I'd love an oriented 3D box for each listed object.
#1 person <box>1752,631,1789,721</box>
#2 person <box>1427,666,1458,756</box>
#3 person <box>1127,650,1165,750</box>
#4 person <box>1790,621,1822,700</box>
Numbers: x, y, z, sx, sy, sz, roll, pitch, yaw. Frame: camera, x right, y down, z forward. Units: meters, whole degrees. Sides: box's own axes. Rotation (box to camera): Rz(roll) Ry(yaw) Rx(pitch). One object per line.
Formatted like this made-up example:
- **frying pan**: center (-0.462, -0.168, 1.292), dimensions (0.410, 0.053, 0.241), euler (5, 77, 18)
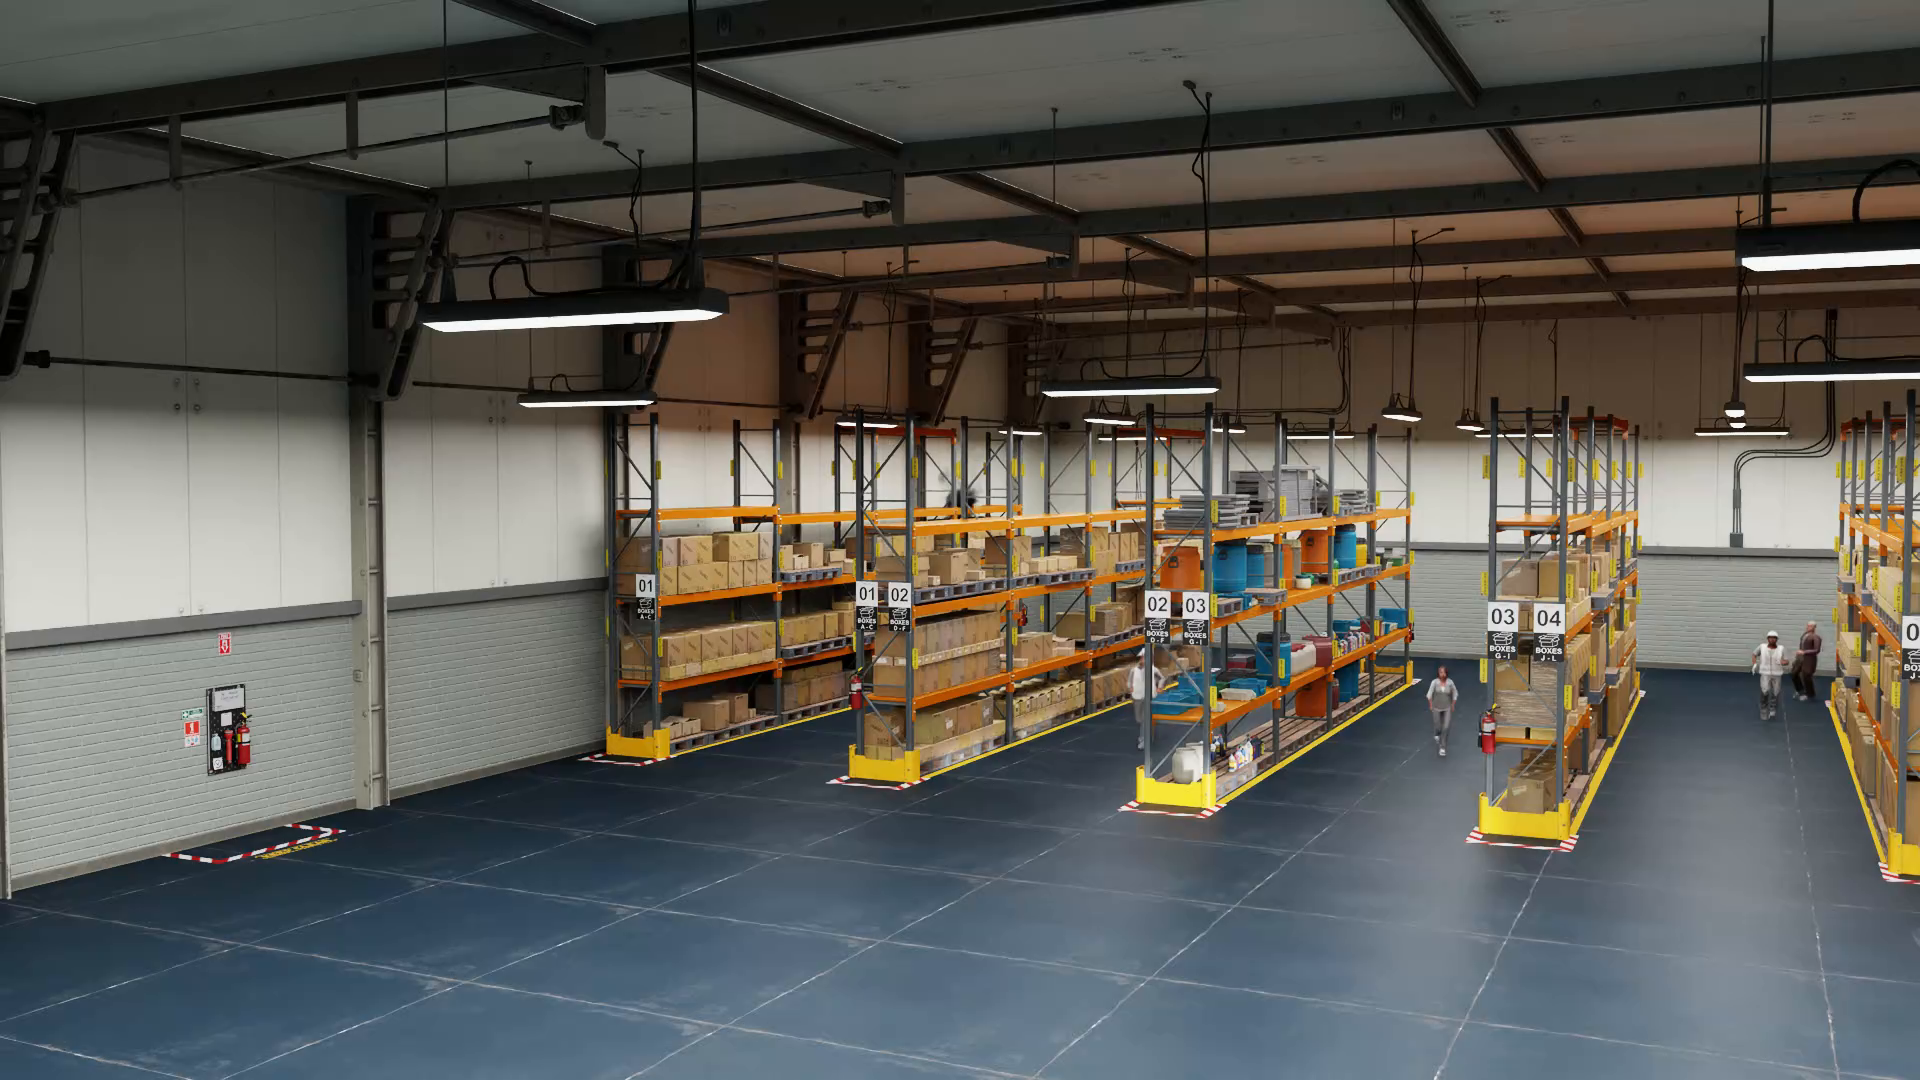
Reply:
- **person**: center (16.188, 2.717, 33.200), dimensions (0.657, 1.802, 0.722), euler (1, 3, 21)
- **person**: center (8.517, 2.995, 29.358), dimensions (0.527, 1.561, 0.694), euler (1, 2, 14)
- **person**: center (3.342, 2.864, 30.095), dimensions (0.676, 1.751, 0.945), euler (1, 3, 19)
- **person**: center (18.344, 2.664, 35.984), dimensions (0.683, 1.685, 0.685), euler (-1, 3, -18)
